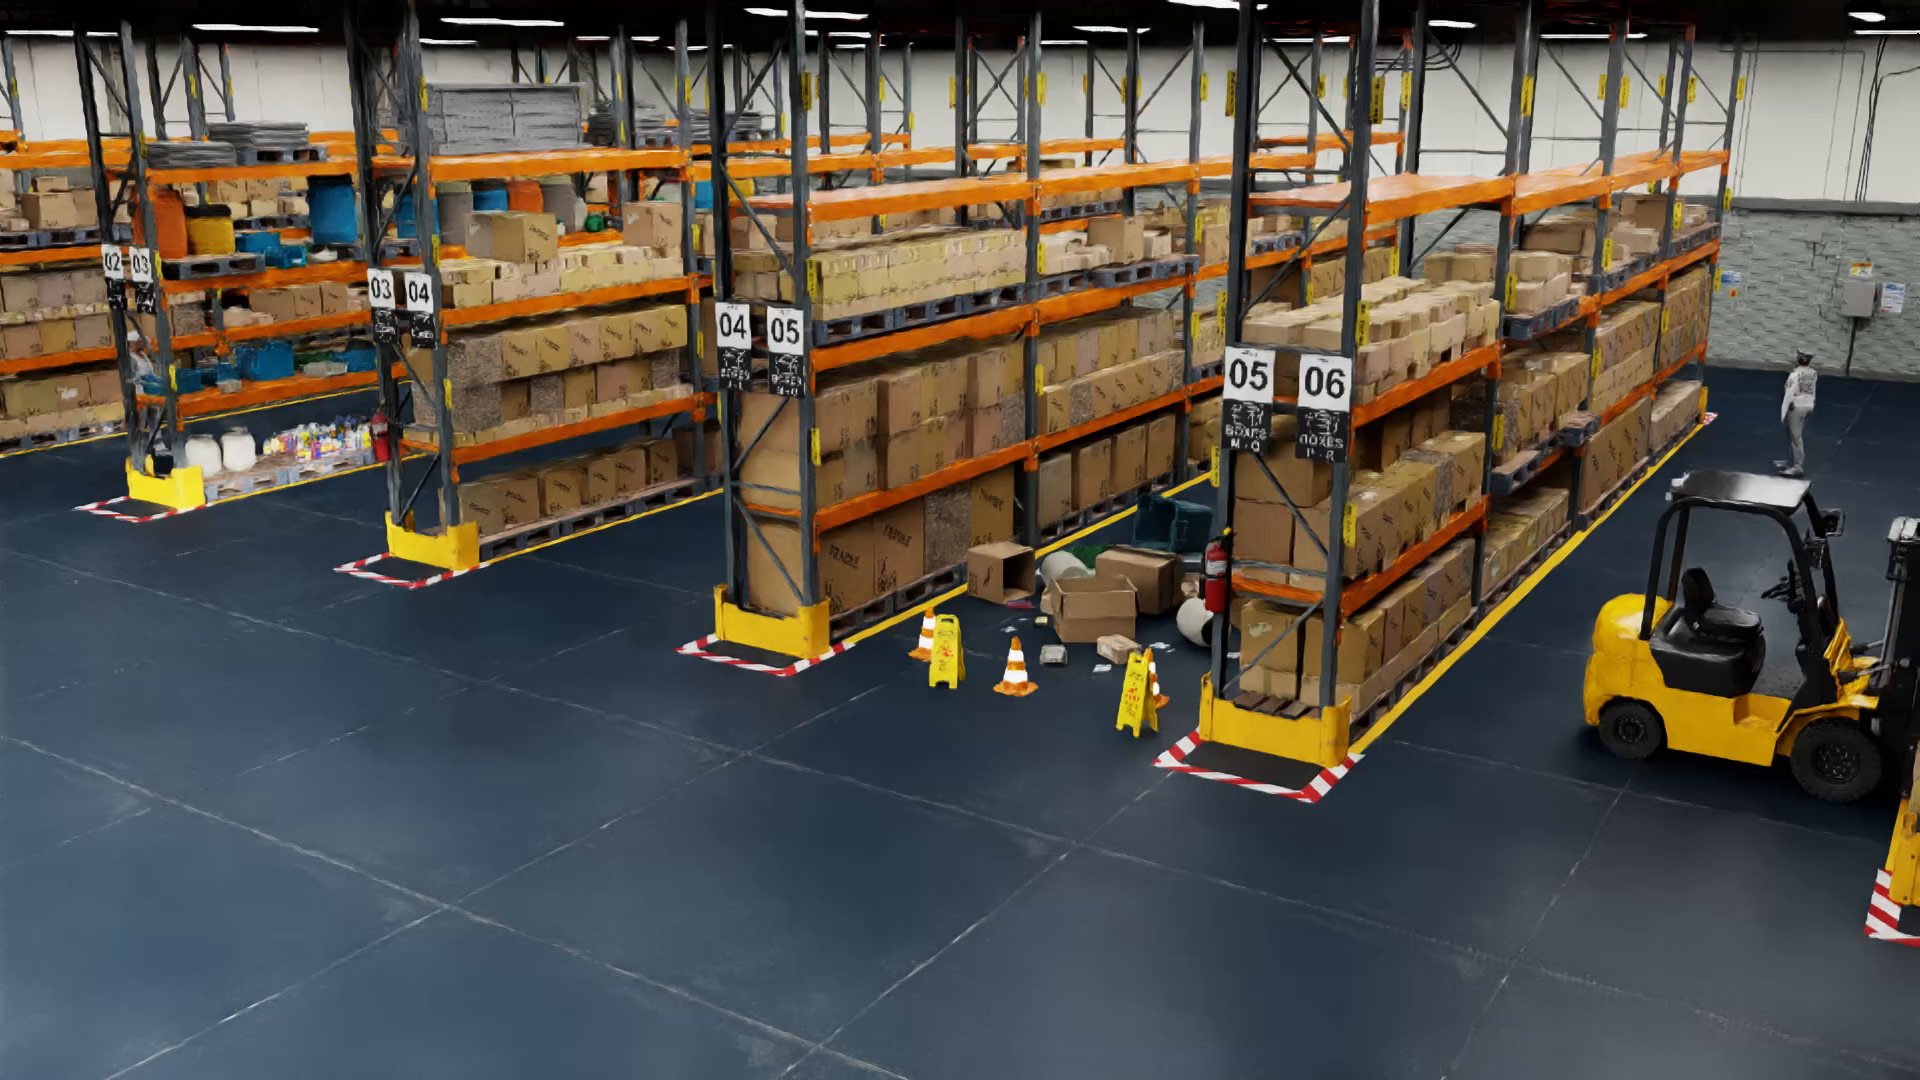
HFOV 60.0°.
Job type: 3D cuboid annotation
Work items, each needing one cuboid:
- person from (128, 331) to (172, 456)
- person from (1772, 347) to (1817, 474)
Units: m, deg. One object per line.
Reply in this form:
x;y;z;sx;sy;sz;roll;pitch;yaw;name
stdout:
-11.273;-2.006;23.032;0.451;1.789;0.596;1;16;3;person
11.238;-1.749;22.348;0.586;1.663;0.550;-10;18;-32;person
